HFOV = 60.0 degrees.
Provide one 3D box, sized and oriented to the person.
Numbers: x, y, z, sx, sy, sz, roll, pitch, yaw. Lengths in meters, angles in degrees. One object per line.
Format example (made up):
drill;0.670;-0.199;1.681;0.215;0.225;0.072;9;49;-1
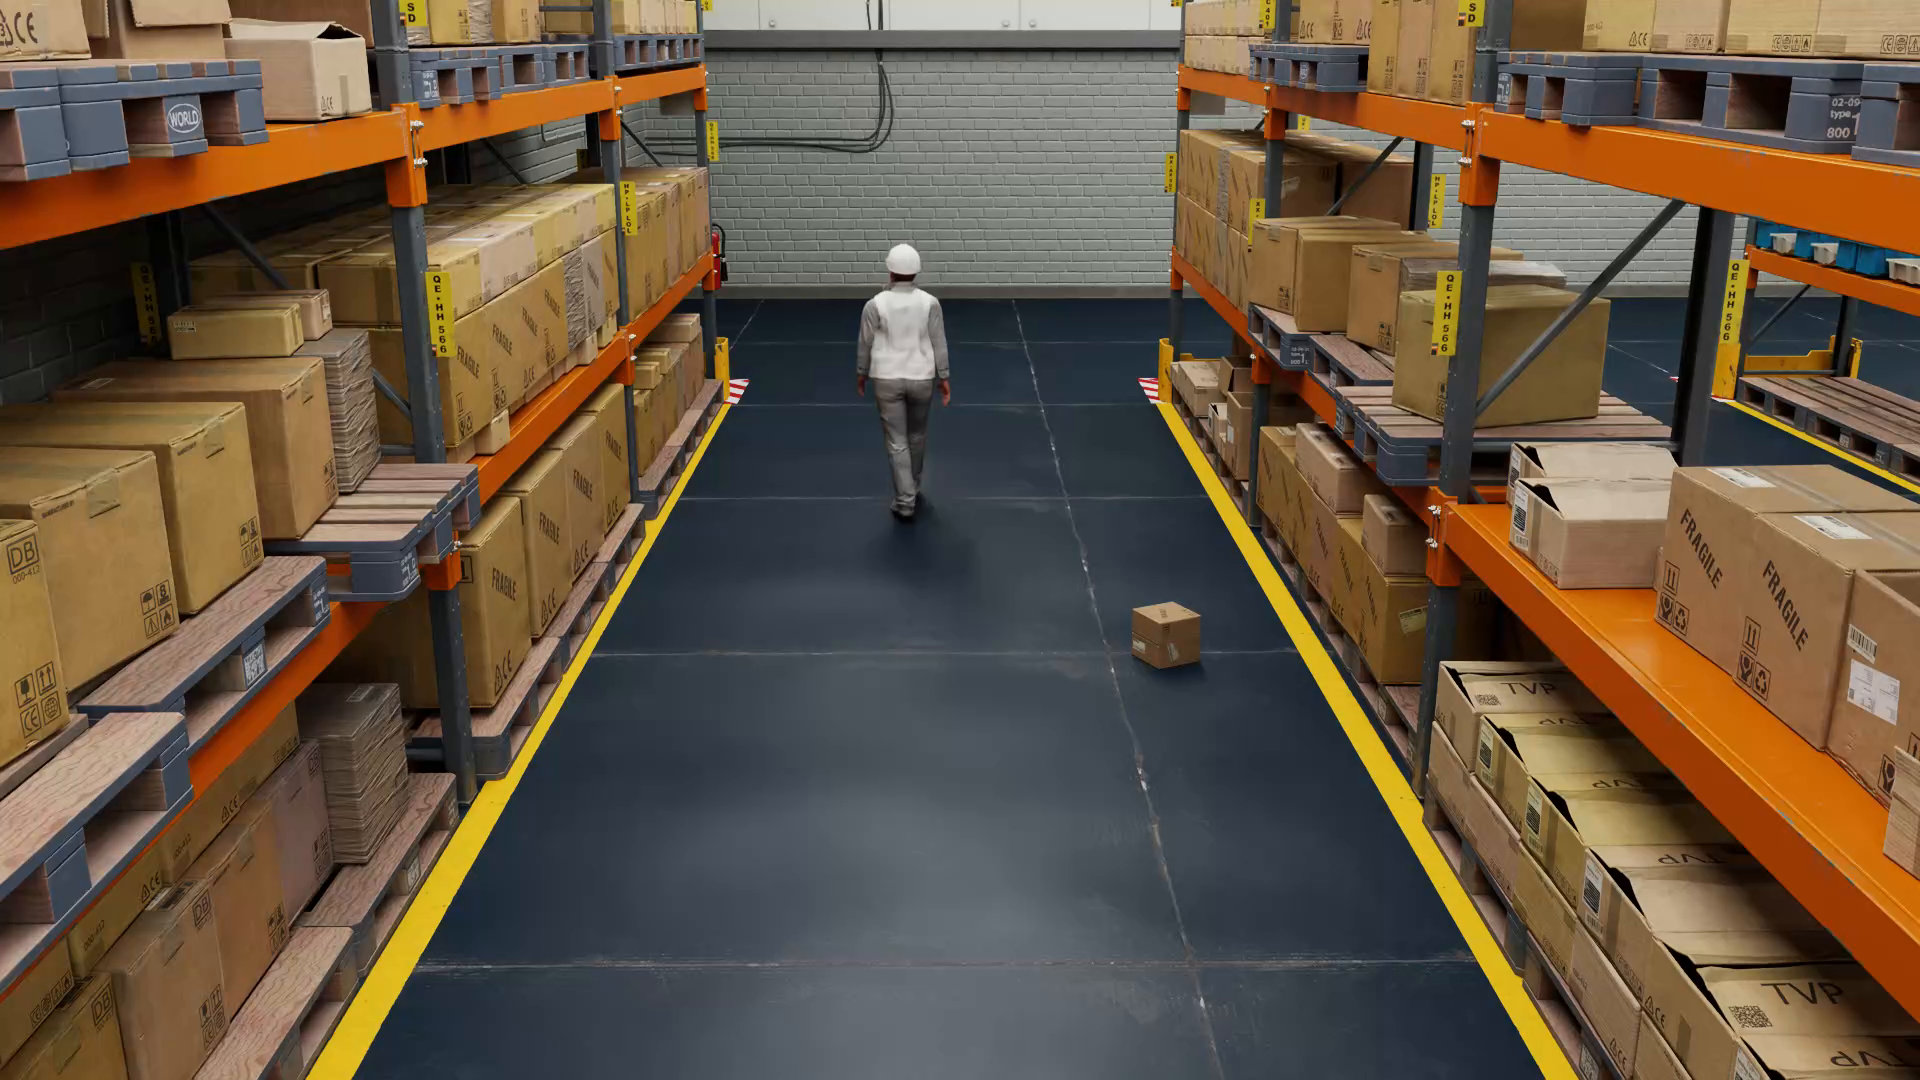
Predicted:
person;-0.392;-1.074;11.010;0.592;1.773;0.850;-4;18;-14
